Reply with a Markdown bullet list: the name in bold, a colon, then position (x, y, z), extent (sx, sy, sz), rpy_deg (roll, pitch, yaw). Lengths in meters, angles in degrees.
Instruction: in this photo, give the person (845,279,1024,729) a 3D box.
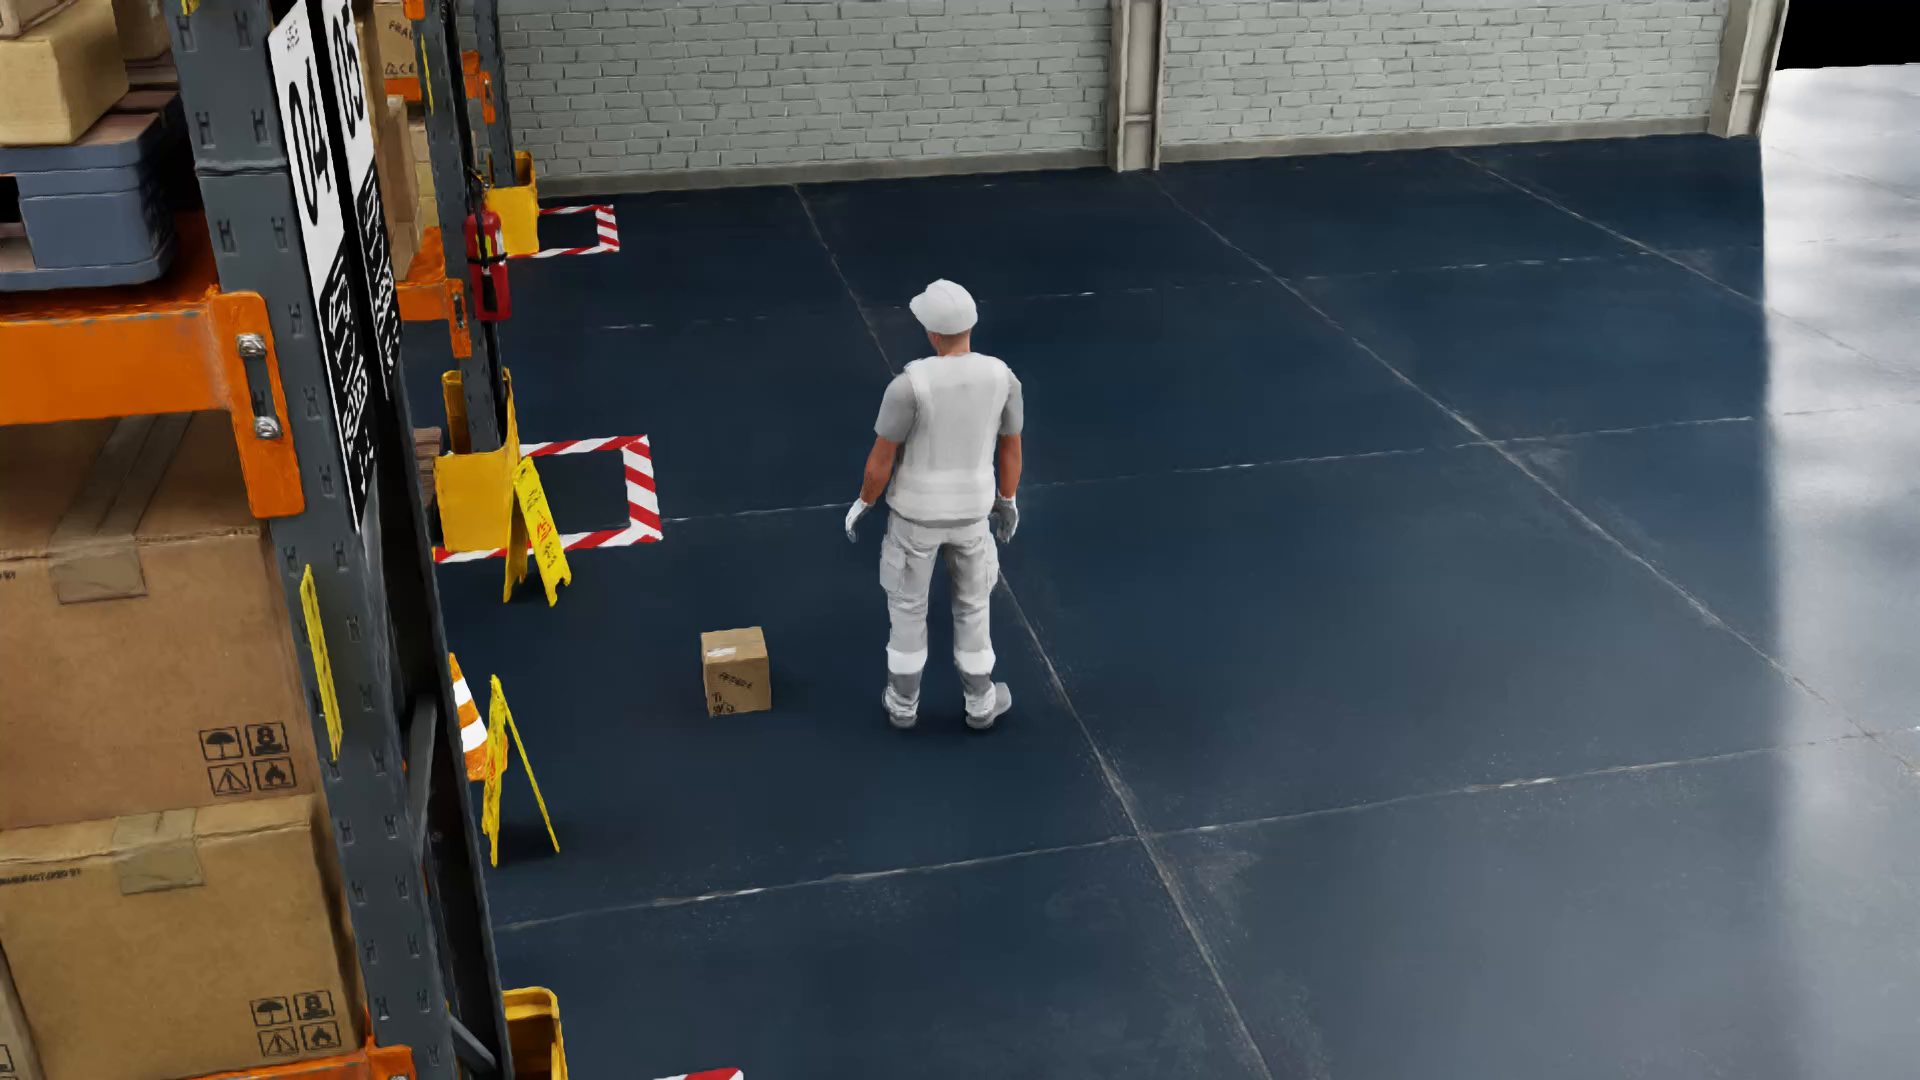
- **person**: position (-0.098, -0.113, 6.237), extent (0.662, 1.798, 0.396), rpy_deg (-8, 28, -15)
